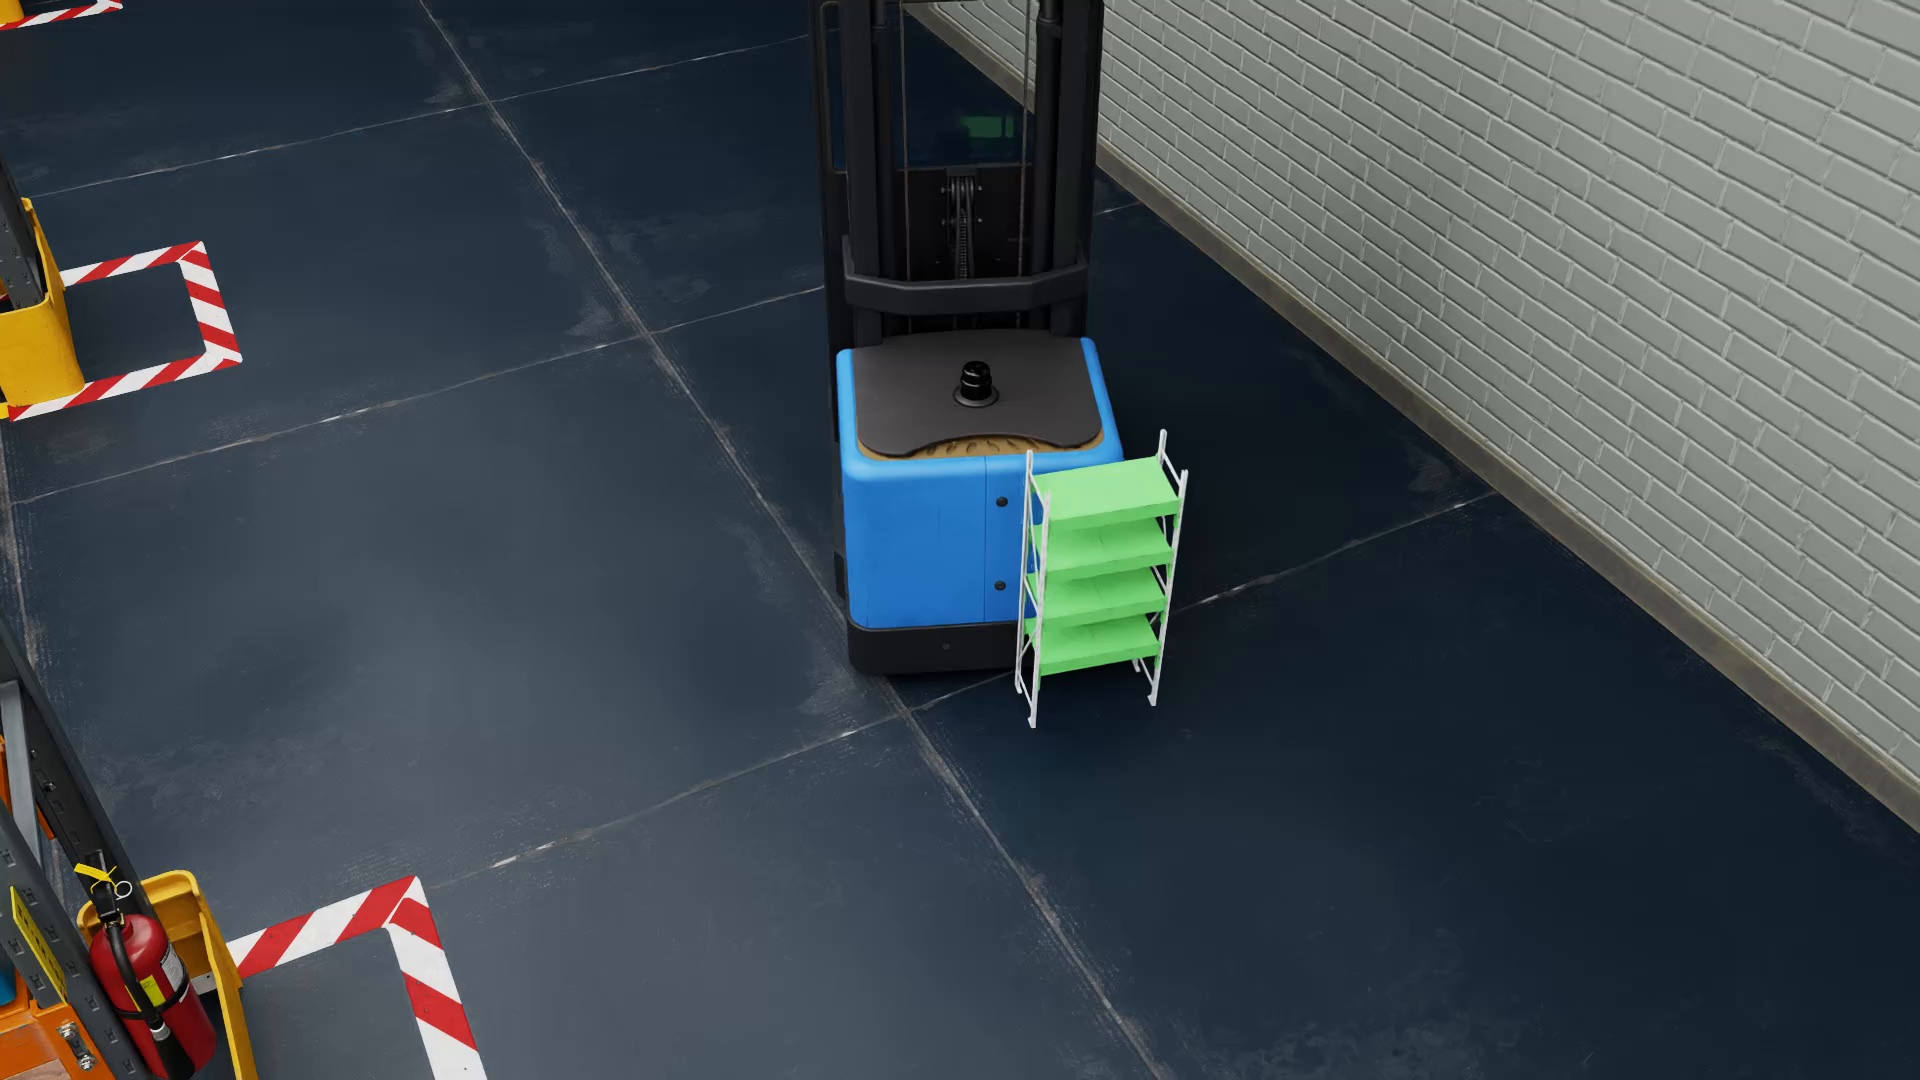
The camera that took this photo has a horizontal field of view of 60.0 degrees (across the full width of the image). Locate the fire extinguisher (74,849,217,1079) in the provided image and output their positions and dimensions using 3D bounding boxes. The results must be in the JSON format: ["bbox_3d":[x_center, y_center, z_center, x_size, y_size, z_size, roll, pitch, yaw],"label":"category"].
[{"bbox_3d":[-1.986,1.051,4.035,0.183,0.674,0.296,-19,44,-21],"label":"fire extinguisher"}]

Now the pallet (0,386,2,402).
[{"bbox_3d":[-5.388,-0.850,8.091,1.213,0.211,1.003,-19,44,-21],"label":"pallet"}]

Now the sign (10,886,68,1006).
[{"bbox_3d":[-2.061,0.912,3.725,0.005,0.325,0.100,-19,44,-21],"label":"sign"}]

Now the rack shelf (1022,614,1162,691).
[{"bbox_3d":[0.493,0.391,6.319,0.480,0.148,0.258,-9,44,-11],"label":"rack shelf"}]

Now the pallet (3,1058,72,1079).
[{"bbox_3d":[-3.079,1.952,4.781,1.213,0.211,1.003,-19,44,-21],"label":"pallet"}]

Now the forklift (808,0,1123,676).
[{"bbox_3d":[-0.036,-1.531,6.790,1.130,2.935,3.031,-3,40,-4],"label":"forklift"}]

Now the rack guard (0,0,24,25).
[{"bbox_3d":[-6.885,-4.066,11.667,0.348,0.500,1.175,-19,44,-21],"label":"rack guard"}]

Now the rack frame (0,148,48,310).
[{"bbox_3d":[-4.614,-2.176,7.499,0.127,3.000,1.000,-19,44,-21],"label":"rack frame"}]

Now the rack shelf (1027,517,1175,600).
[{"bbox_3d":[0.499,0.041,5.991,0.480,0.148,0.258,-9,44,-11],"label":"rack shelf"}]

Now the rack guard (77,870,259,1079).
[{"bbox_3d":[-2.314,1.603,4.969,0.348,0.500,1.175,-19,44,-21],"label":"rack guard"}]

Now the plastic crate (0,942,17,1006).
[{"bbox_3d":[-2.540,0.834,3.869,0.499,0.435,0.616,-19,44,-21],"label":"plastic crate"}]

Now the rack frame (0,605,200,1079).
[{"bbox_3d":[-2.330,0.664,4.144,0.127,3.000,1.000,-19,44,-21],"label":"rack frame"}]

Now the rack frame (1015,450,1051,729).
[{"bbox_3d":[0.260,0.208,6.066,0.015,1.200,0.240,-9,44,-11],"label":"rack frame"}]

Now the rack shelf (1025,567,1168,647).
[{"bbox_3d":[0.496,0.216,6.155,0.480,0.148,0.258,-9,44,-11],"label":"rack shelf"}]

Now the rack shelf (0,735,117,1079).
[{"bbox_3d":[-4.103,1.535,3.671,4.000,0.370,1.077,-19,44,-21],"label":"rack shelf"}]

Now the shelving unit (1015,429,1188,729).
[{"bbox_3d":[0.497,0.169,6.111,0.503,1.200,0.258,-9,44,-11],"label":"shelving unit"}]

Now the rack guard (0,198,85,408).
[{"bbox_3d":[-4.682,-1.199,8.279,0.348,0.500,1.175,-19,44,-21],"label":"rack guard"}]

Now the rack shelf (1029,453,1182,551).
[{"bbox_3d":[0.502,-0.135,5.827,0.480,0.148,0.258,-9,44,-11],"label":"rack shelf"}]

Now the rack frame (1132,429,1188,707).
[{"bbox_3d":[0.733,0.130,6.157,0.015,1.200,0.240,-9,44,-11],"label":"rack frame"}]
